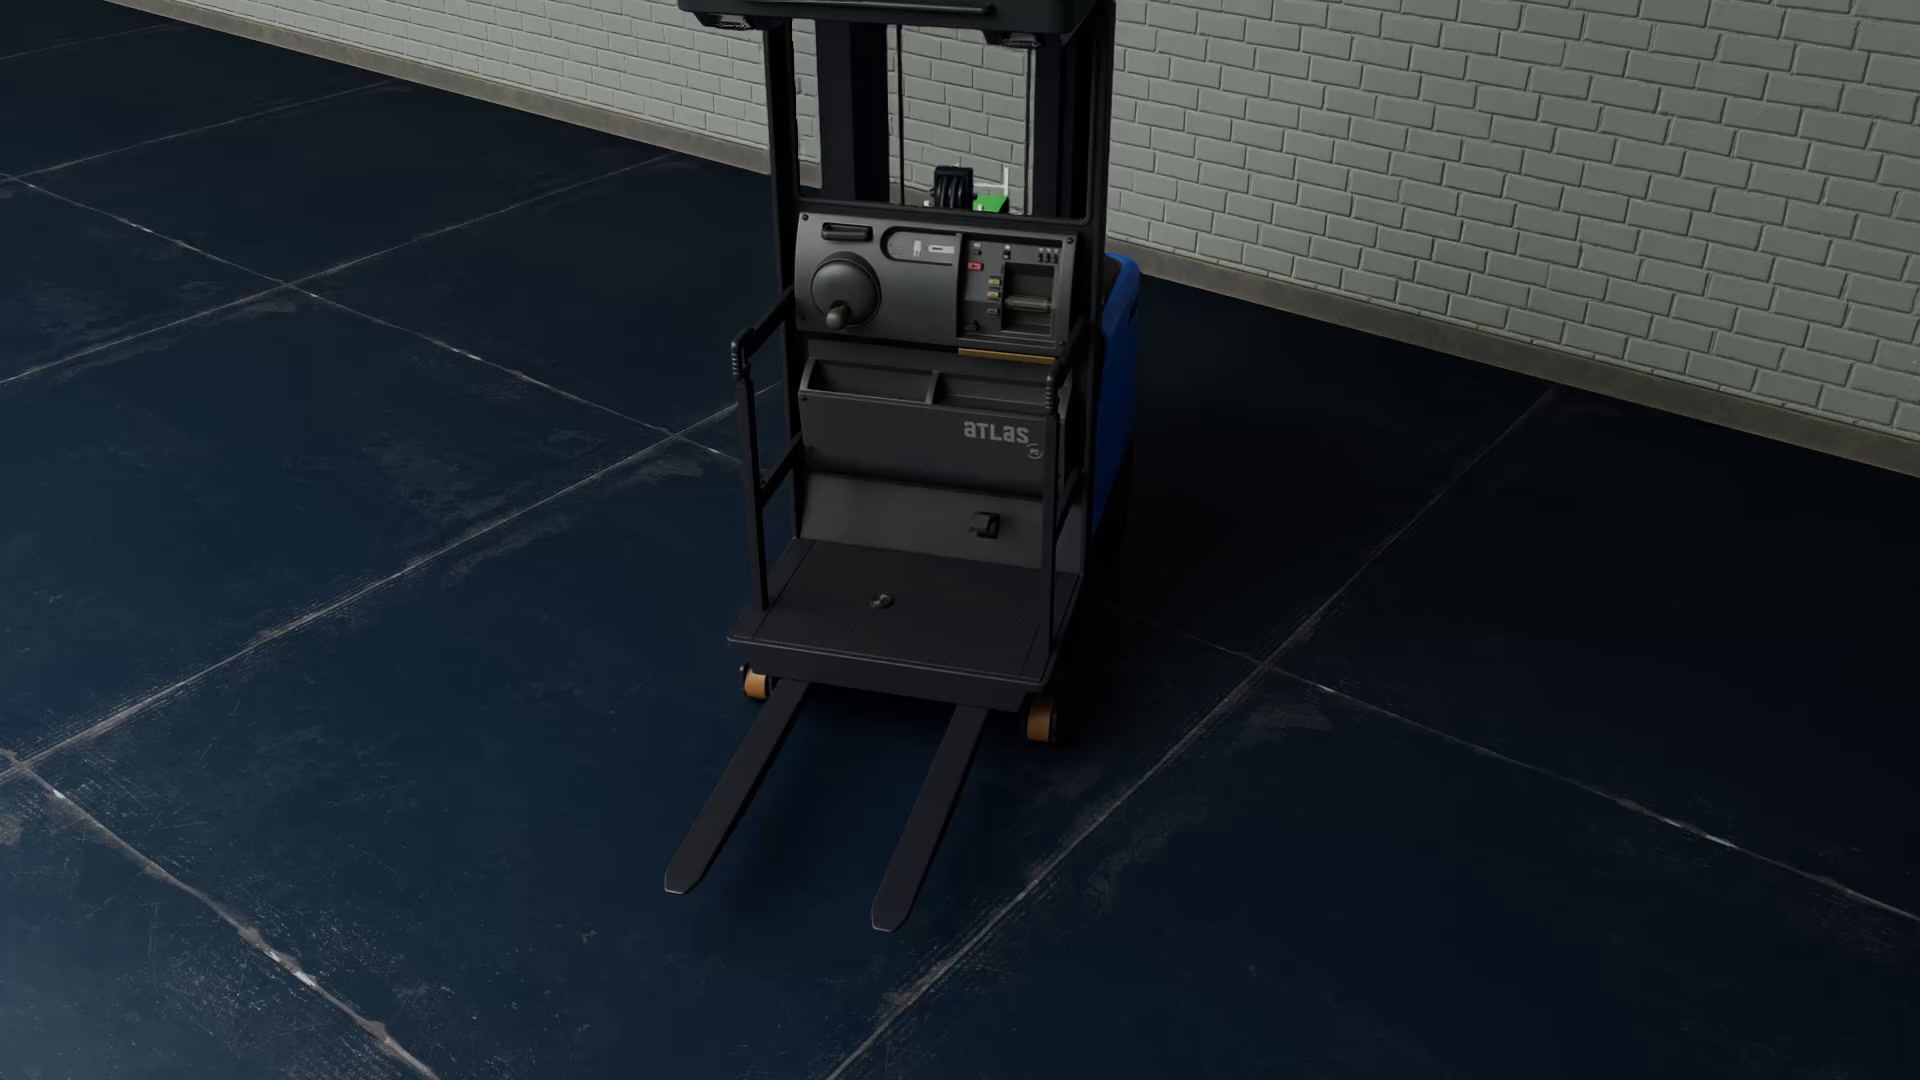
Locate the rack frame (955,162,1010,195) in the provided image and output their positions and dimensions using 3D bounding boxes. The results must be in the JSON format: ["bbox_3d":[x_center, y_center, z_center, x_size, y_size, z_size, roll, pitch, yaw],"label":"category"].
[{"bbox_3d":[0.095,-1.084,7.402,0.240,1.200,0.015,7,31,12],"label":"rack frame"}]

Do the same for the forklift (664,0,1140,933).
[{"bbox_3d":[-0.135,-0.794,5.215,1.130,2.935,3.031,7,31,12],"label":"forklift"}]

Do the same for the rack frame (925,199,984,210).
[{"bbox_3d":[-0.023,-0.843,6.995,0.240,1.200,0.015,7,31,12],"label":"rack frame"}]

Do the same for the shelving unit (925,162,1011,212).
[{"bbox_3d":[0.036,-0.963,7.198,0.258,1.200,0.503,7,31,12],"label":"shelving unit"}]

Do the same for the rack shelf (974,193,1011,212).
[{"bbox_3d":[0.036,-1.321,6.986,0.258,0.148,0.480,7,31,12],"label":"rack shelf"}]
